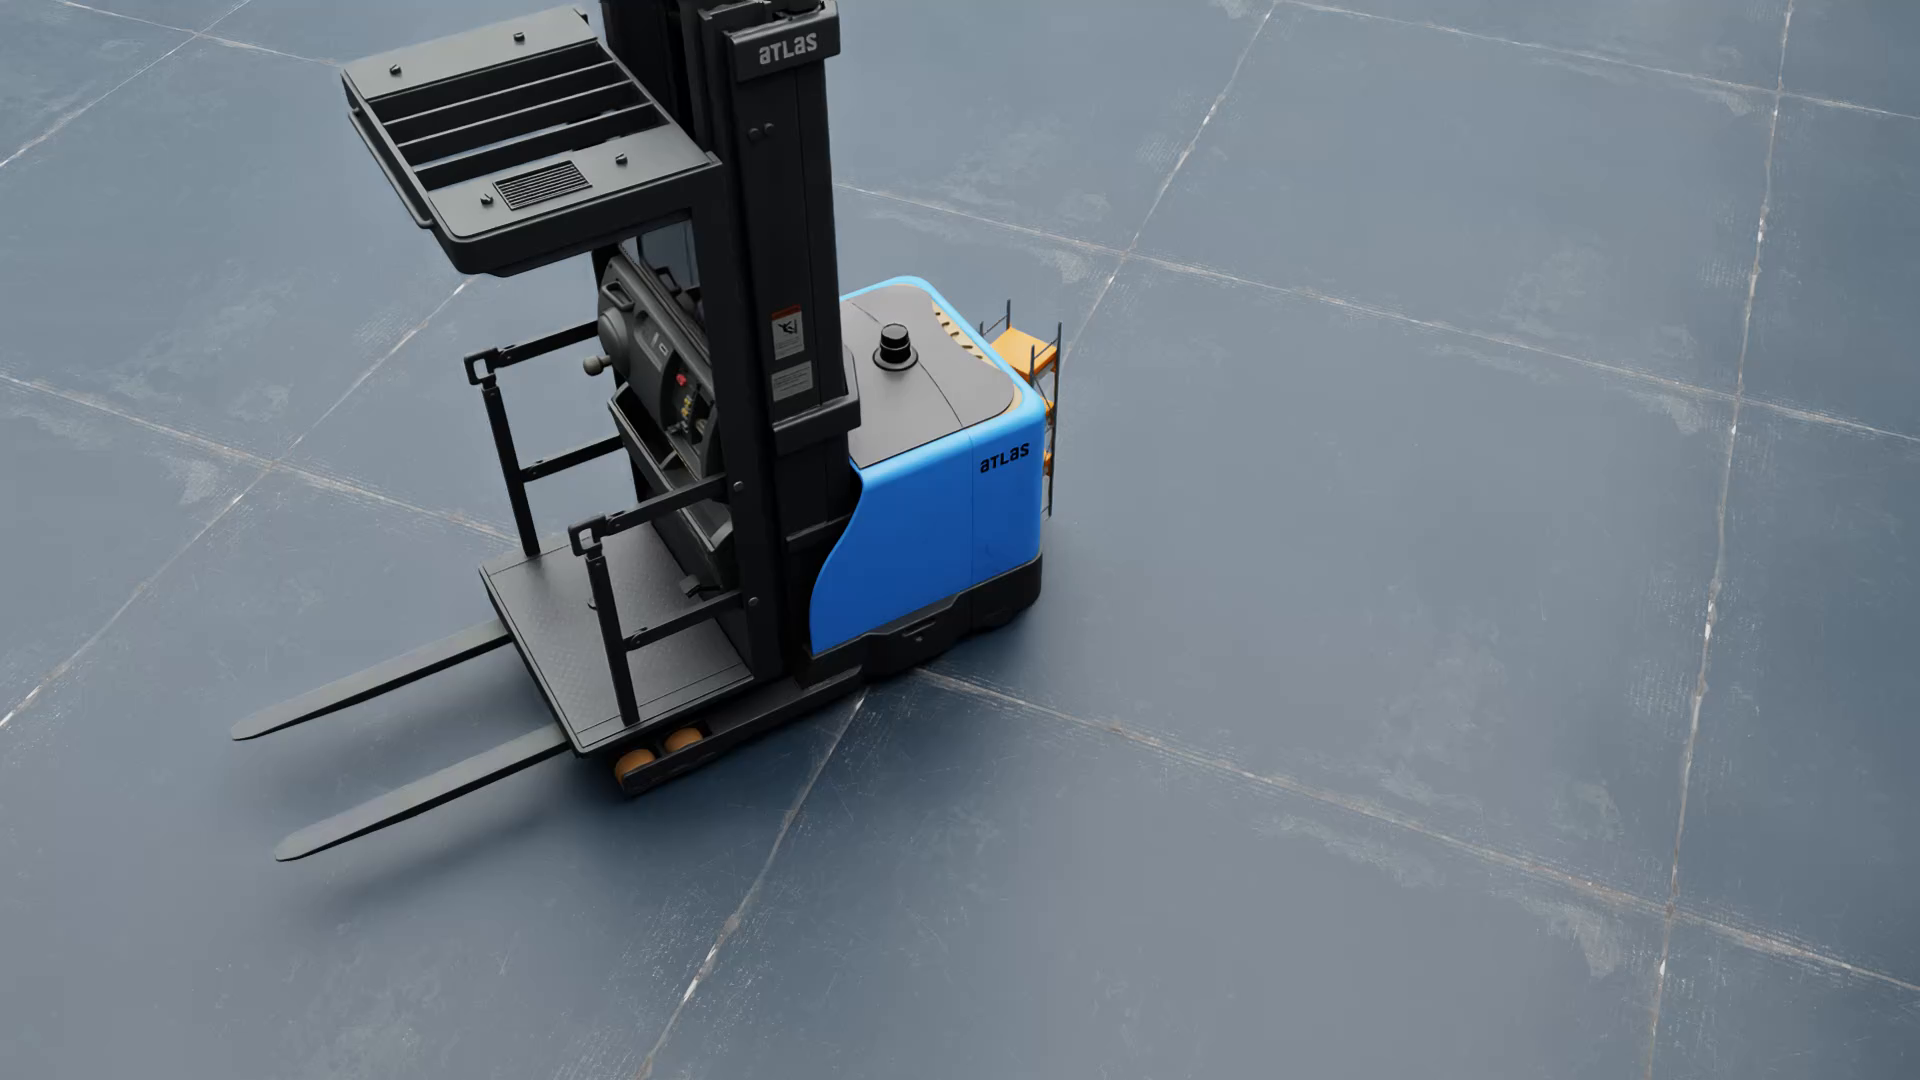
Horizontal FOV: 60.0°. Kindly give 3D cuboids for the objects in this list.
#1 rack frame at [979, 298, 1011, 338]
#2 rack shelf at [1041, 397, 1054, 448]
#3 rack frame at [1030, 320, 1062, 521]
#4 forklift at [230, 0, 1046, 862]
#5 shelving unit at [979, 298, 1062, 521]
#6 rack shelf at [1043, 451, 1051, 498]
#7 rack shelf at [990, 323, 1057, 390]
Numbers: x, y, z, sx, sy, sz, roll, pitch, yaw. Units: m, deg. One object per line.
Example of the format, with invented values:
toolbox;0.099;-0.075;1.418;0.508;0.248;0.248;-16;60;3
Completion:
rack frame;0.138;-0.526;6.873;0.008;1.050;0.200;28;51;25
rack shelf;0.236;-0.467;6.829;0.240;0.259;0.215;28;51;25
rack frame;0.333;-0.423;6.770;0.008;1.050;0.200;28;51;25
forklift;-1.200;-0.534;5.547;3.031;2.935;1.130;-23;49;-21
shelving unit;0.236;-0.474;6.821;0.252;1.050;0.215;28;51;25
rack shelf;0.236;-0.270;7.025;0.240;0.259;0.215;28;51;25
rack shelf;0.236;-0.668;6.629;0.240;0.259;0.215;28;51;25
